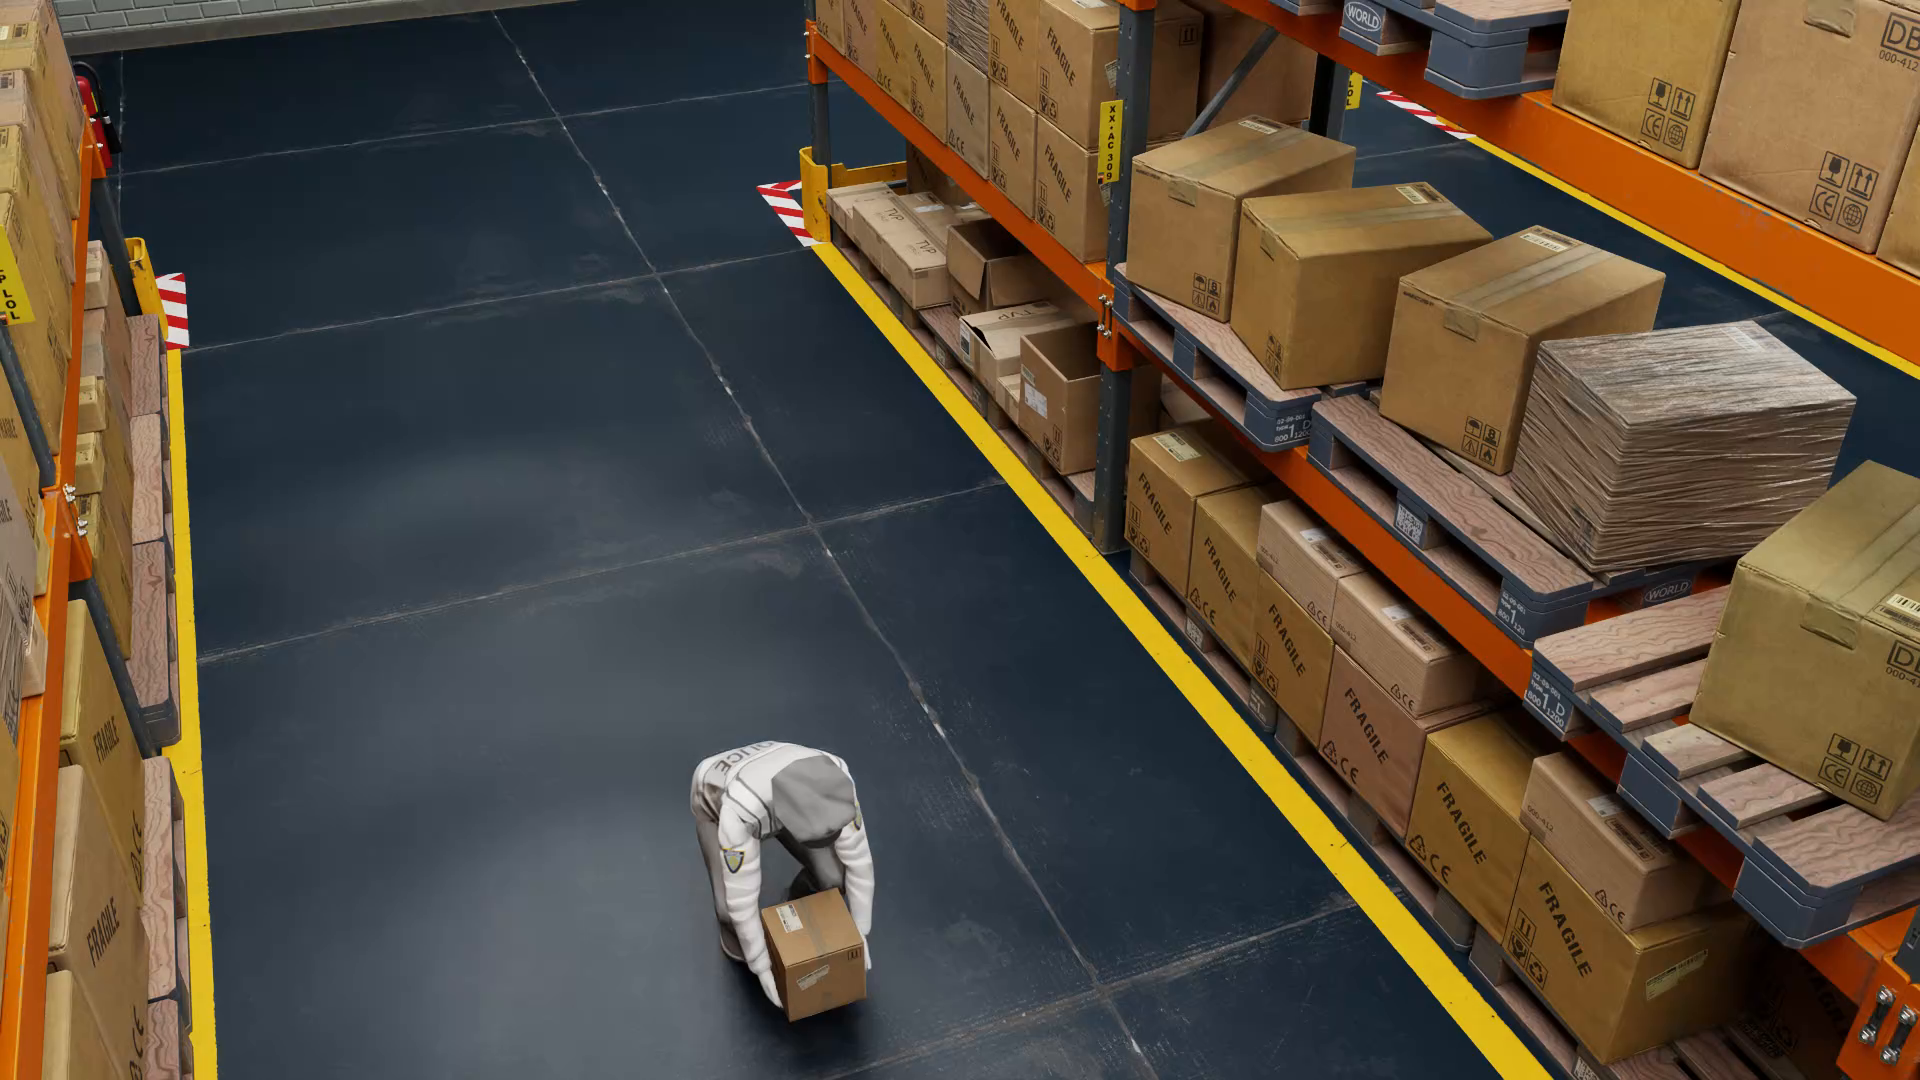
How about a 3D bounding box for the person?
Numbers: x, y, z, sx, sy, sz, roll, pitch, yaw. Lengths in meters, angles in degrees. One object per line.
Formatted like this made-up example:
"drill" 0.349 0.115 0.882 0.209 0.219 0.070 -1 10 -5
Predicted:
"person" -0.580 0.987 5.299 0.471 0.972 0.830 -14 36 -19
